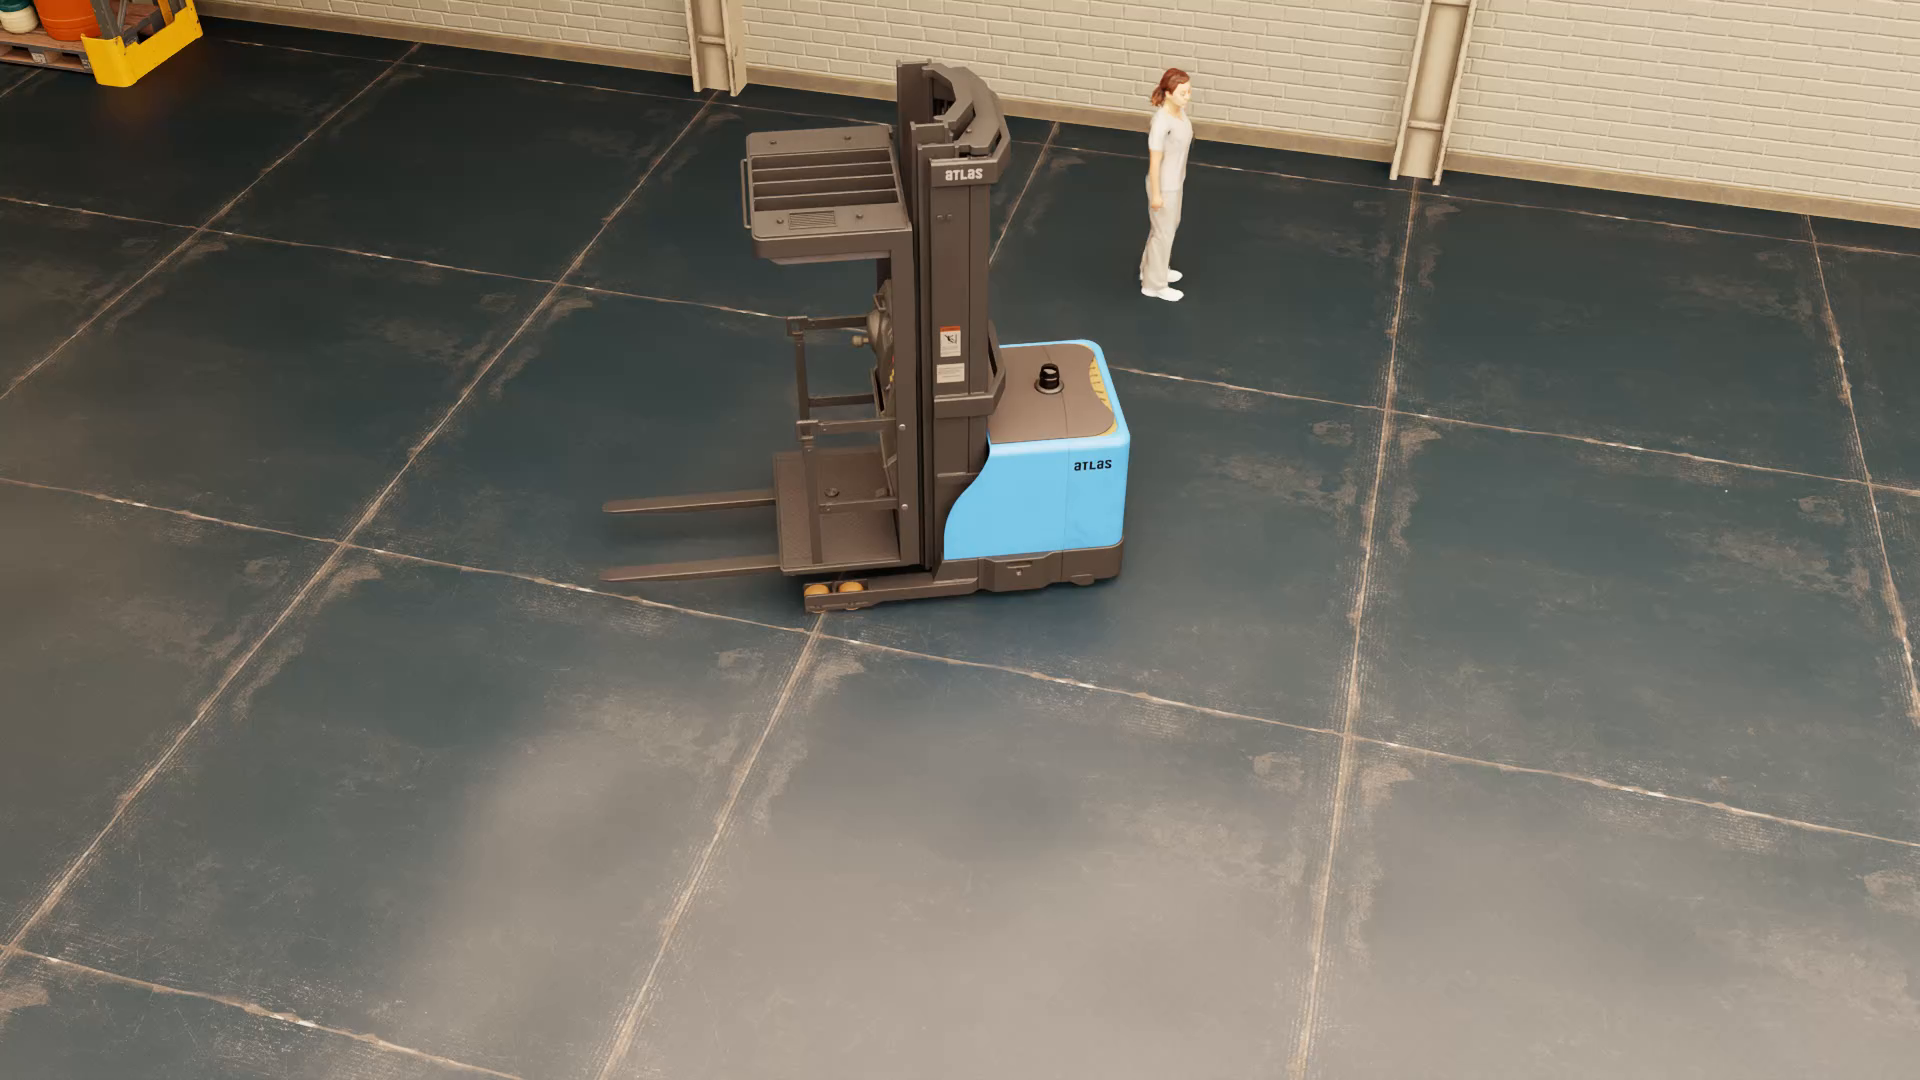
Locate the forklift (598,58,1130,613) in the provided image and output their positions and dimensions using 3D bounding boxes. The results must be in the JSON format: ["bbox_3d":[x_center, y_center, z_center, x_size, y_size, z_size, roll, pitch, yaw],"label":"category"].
[{"bbox_3d":[-0.604,-1.052,9.062,3.031,2.935,1.130,-5,41,-5],"label":"forklift"}]

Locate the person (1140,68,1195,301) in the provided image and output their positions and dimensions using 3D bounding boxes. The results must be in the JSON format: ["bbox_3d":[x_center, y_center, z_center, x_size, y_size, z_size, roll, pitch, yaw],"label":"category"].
[{"bbox_3d":[1.466,-2.497,11.666,0.400,1.673,0.528,12,43,13],"label":"person"}]
